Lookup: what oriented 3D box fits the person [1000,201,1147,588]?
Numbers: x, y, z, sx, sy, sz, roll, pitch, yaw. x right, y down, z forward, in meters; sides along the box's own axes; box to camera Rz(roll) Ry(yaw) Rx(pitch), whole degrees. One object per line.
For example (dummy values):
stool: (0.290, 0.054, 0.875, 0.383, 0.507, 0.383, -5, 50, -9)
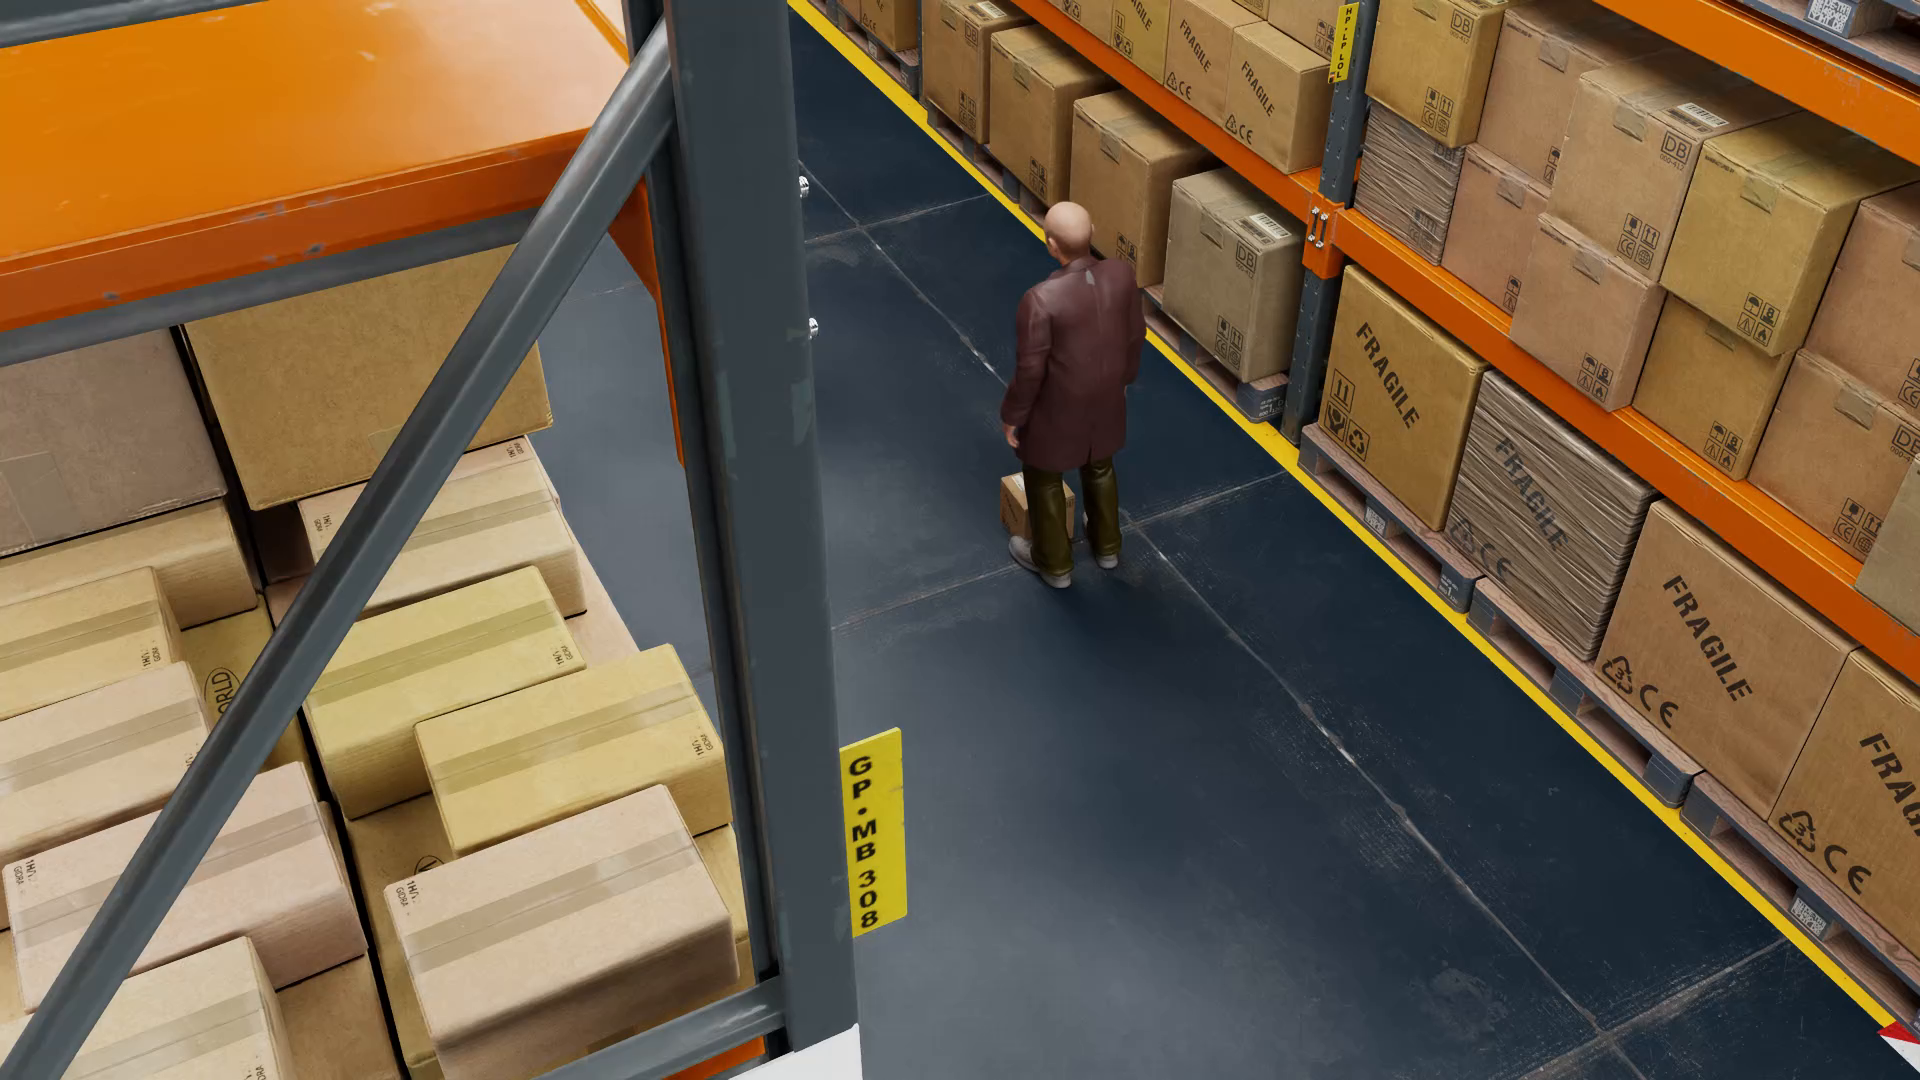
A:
person: (0.454, -0.574, 6.837, 0.654, 1.774, 0.421, -21, 45, -23)
